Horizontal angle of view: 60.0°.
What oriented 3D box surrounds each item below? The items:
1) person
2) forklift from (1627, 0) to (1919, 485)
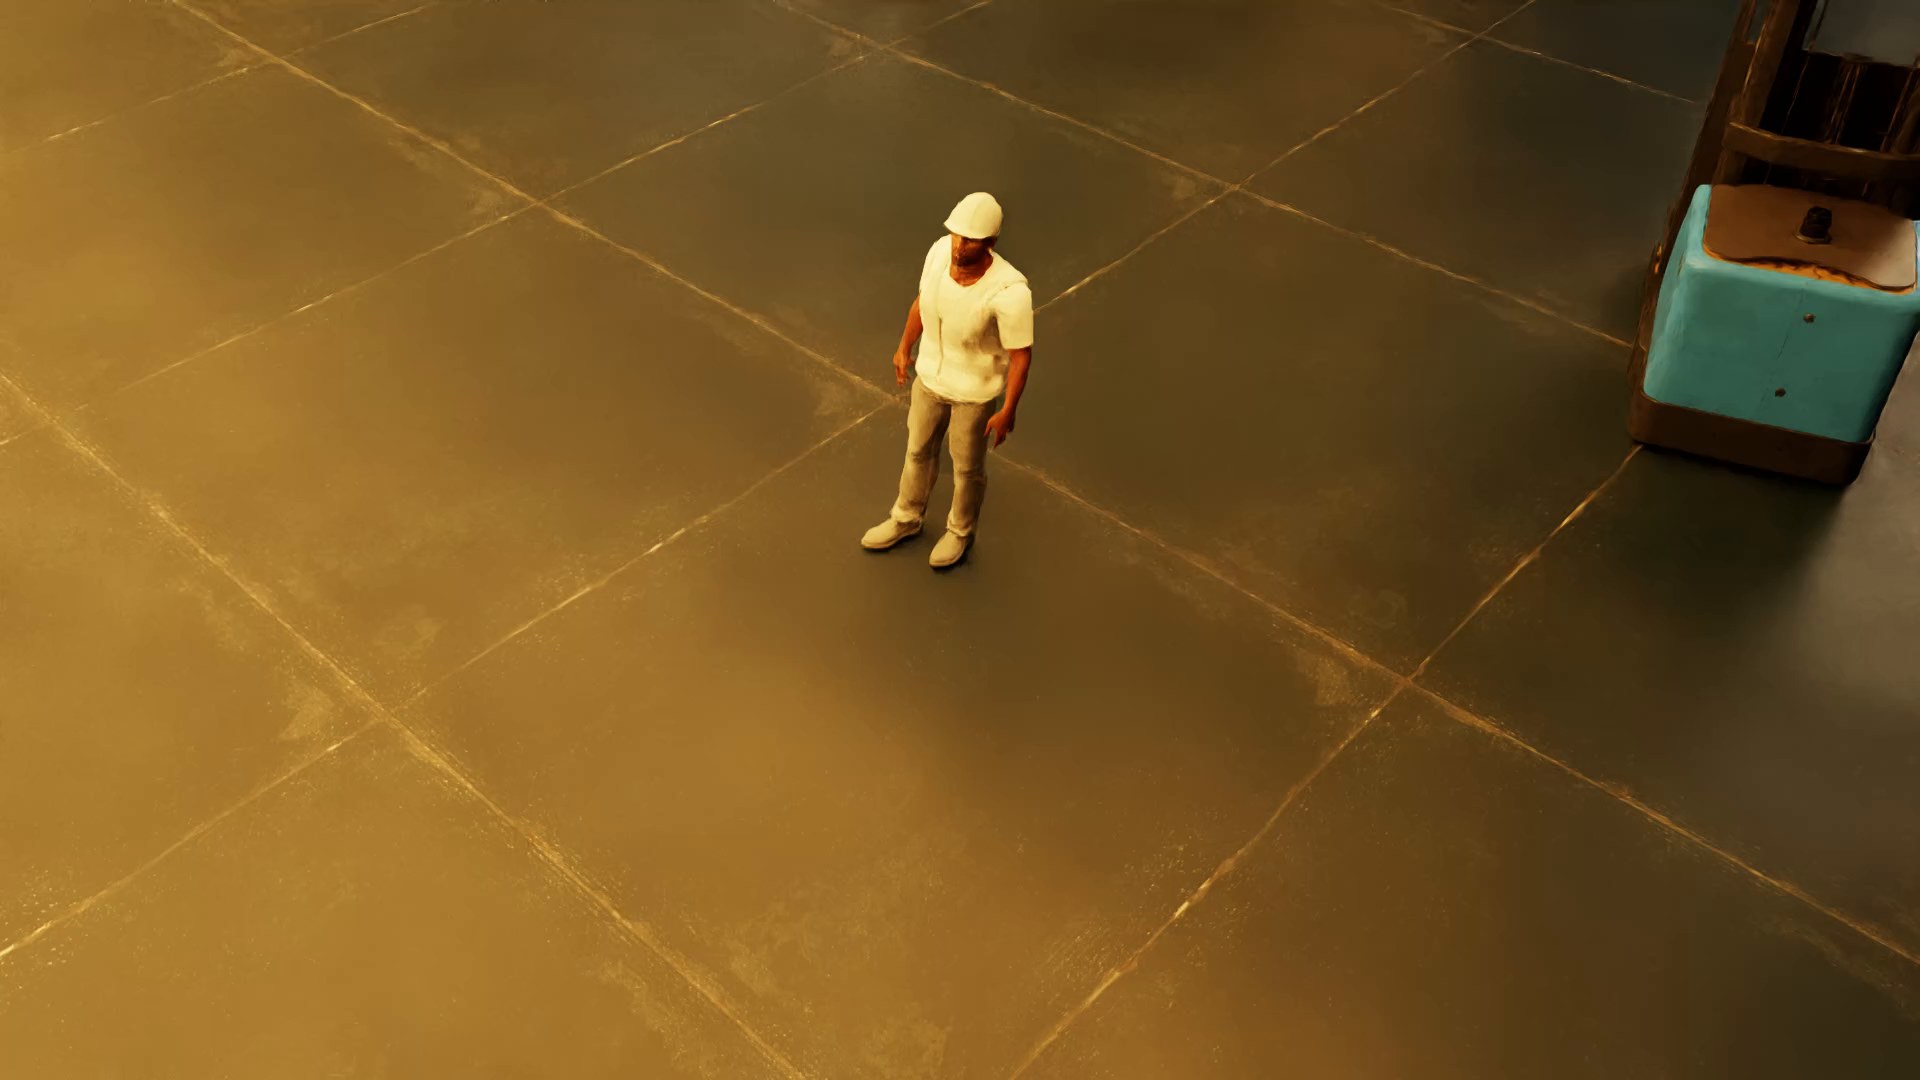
[{"bbox_3d":[-0.051,-0.645,7.063,0.665,1.766,0.576,31,49,31],"label":"person"},{"bbox_3d":[4.322,-2.337,8.153,1.130,2.935,3.031,15,43,17],"label":"forklift"}]
